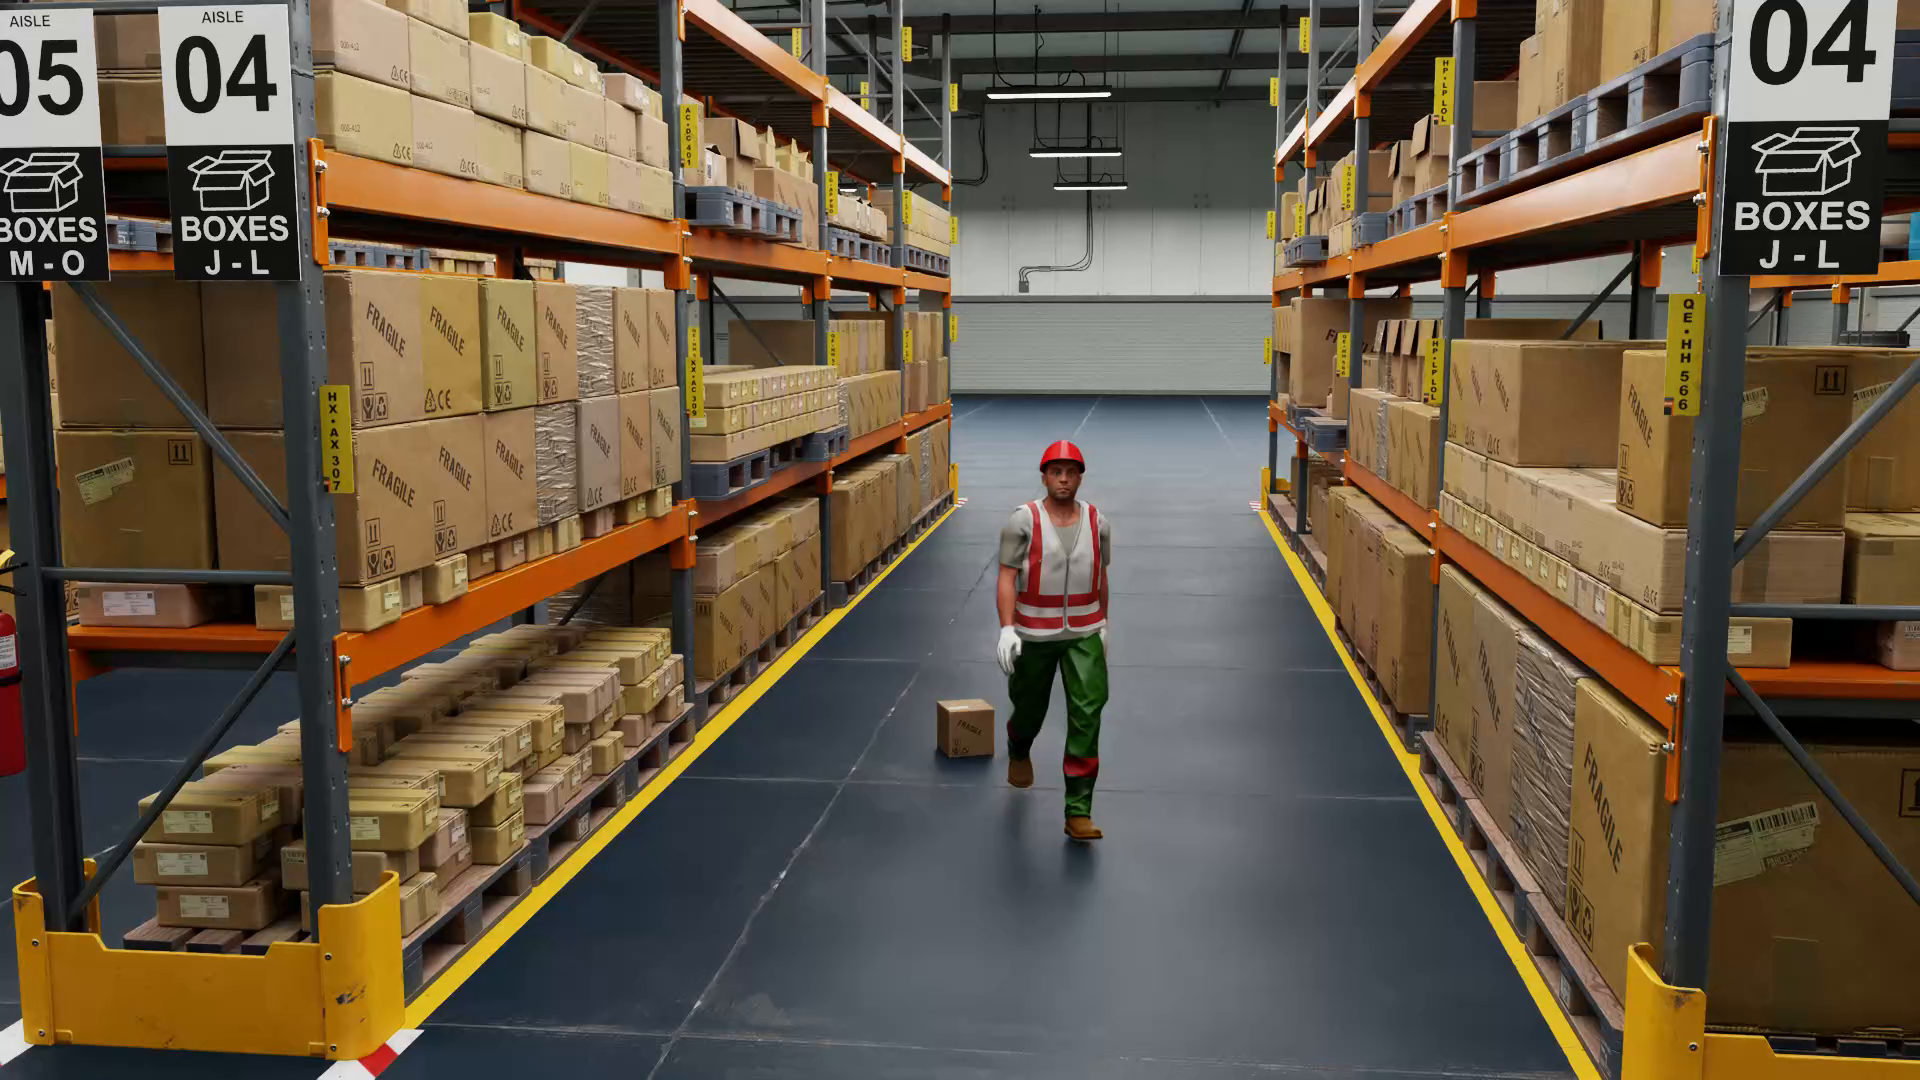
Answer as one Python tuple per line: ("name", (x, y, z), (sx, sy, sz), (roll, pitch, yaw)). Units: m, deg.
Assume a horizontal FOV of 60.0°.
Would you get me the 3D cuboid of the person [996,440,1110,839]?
("person", (0.423, 0.416, 7.563), (0.582, 1.750, 1.026), (-1, 8, -8))
